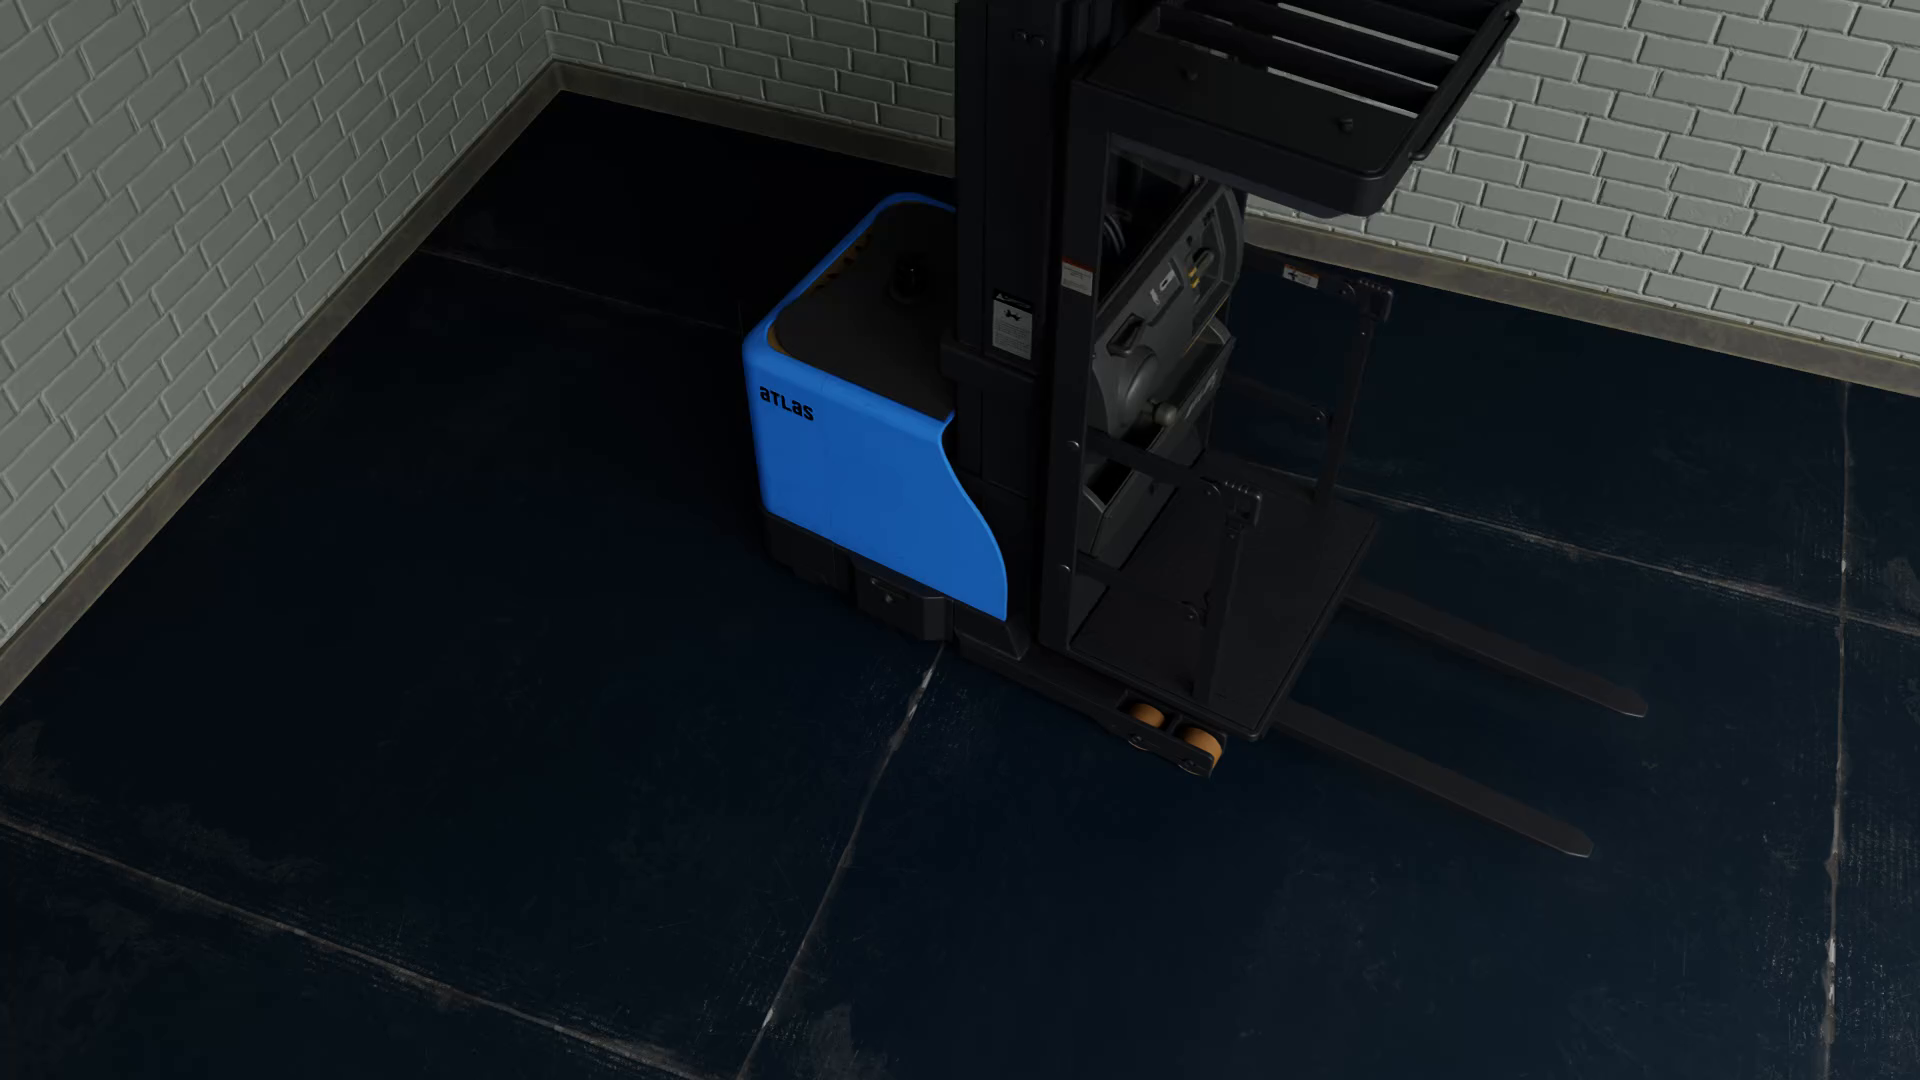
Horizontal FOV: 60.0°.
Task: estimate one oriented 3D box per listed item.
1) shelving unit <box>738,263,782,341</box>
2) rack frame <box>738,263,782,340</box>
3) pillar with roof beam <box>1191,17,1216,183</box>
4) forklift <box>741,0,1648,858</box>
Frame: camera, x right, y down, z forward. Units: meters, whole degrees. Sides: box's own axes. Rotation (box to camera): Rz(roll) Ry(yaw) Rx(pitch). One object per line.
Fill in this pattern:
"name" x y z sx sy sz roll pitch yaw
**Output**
"shelving unit" -0.621 -0.571 6.149 0.210 0.900 0.258 24 53 20
"rack frame" -0.709 -0.610 6.183 0.006 0.900 0.240 24 53 20
"pillar with roof beam" -0.704 -1.247 1.376 0.400 9.000 9.100 16 51 13
"forklift" 0.800 -0.639 4.864 3.031 2.935 1.130 24 53 20
